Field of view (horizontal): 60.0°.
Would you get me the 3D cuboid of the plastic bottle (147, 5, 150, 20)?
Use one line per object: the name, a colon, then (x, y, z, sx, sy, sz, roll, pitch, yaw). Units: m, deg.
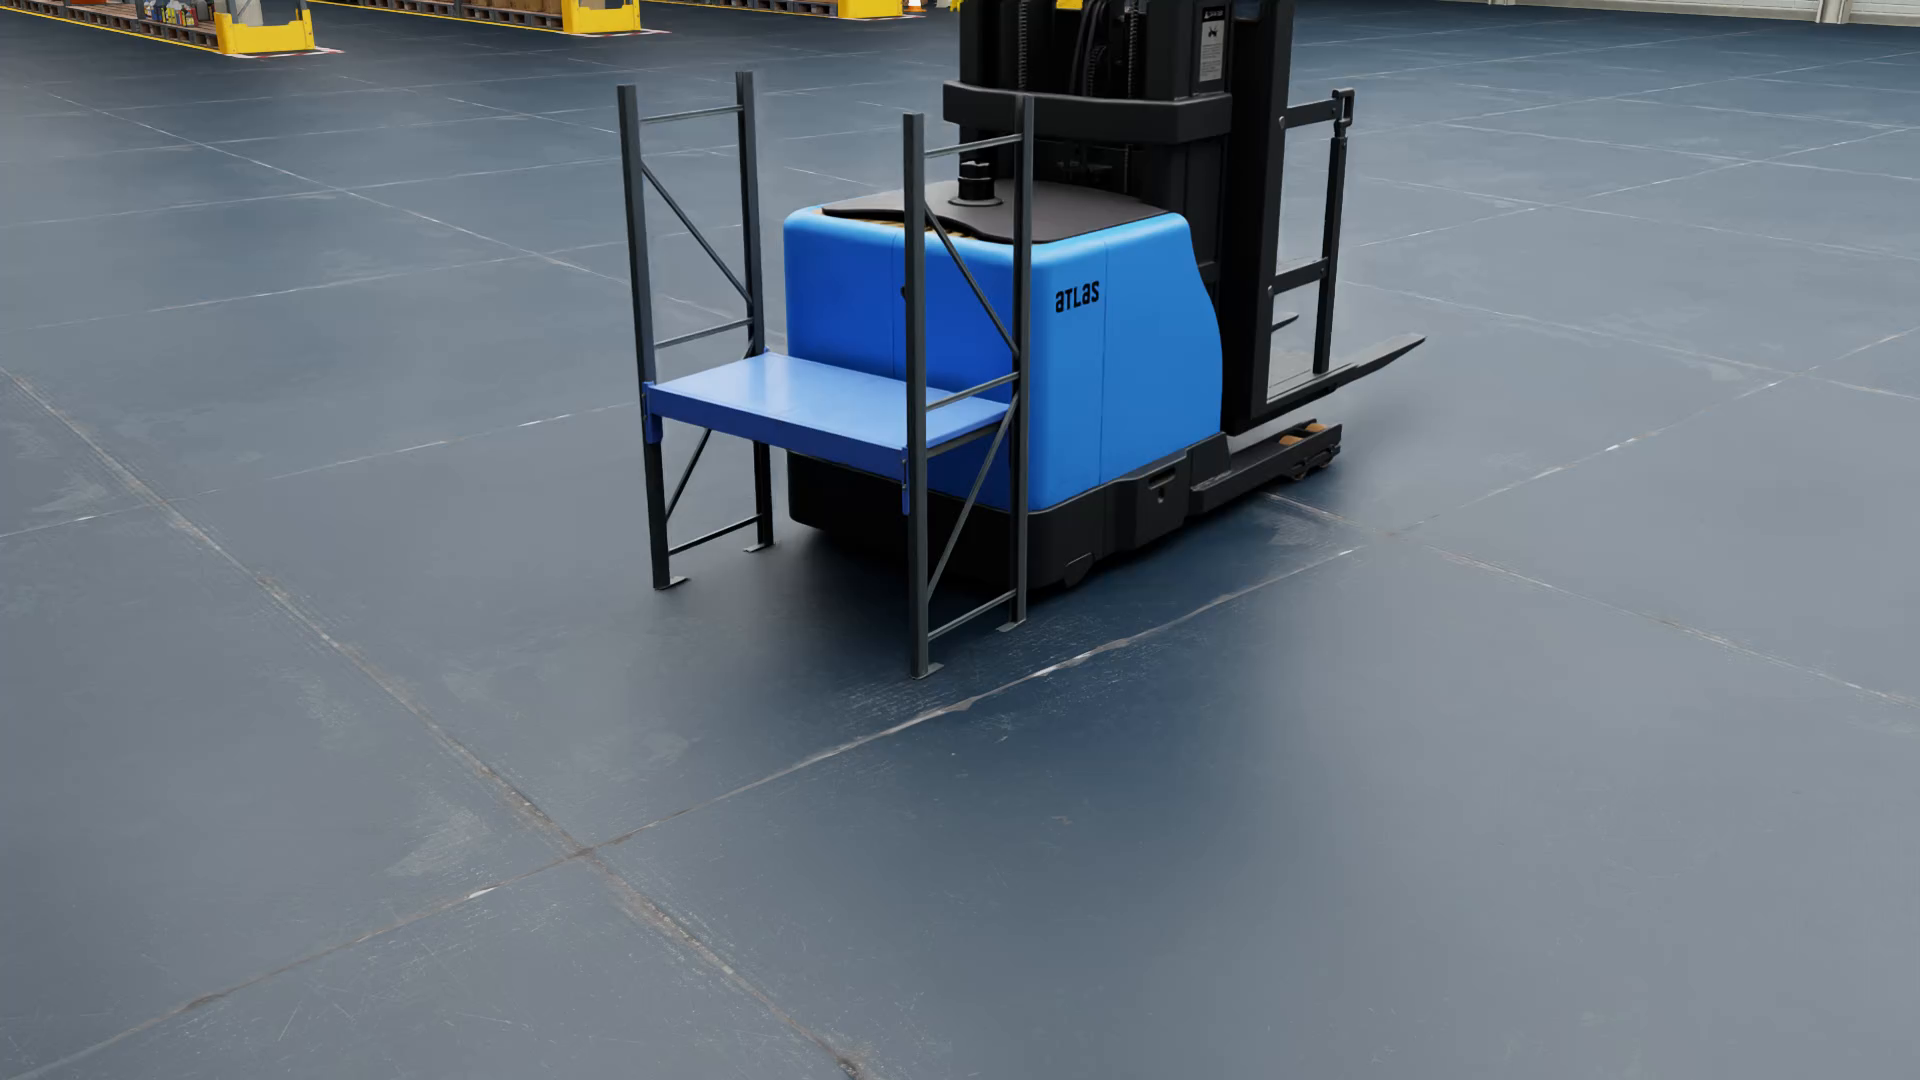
plastic bottle: (-11.765, -7.665, 24.175, 0.097, 0.201, 0.097, 0, 21, 0)

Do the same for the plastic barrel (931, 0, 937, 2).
plastic barrel: (-0.332, -10.427, 31.526, 0.512, 0.421, 0.421, 0, 21, -1)

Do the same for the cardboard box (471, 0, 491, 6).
cardboard box: (-7.725, -9.074, 27.391, 0.500, 0.500, 0.500, -18, 28, -39)

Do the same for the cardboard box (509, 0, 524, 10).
cardboard box: (-6.880, -8.765, 26.601, 0.500, 0.500, 0.500, 19, 29, 40)

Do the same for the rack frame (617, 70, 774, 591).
rack frame: (-0.775, -0.617, 5.002, 0.032, 1.500, 0.500, 16, 26, 35)

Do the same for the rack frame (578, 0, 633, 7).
rack frame: (-5.344, -9.058, 24.496, 1.000, 3.000, 0.127, -17, 27, -37)

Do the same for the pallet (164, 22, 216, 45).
pallet: (-10.500, -7.152, 23.456, 1.003, 0.211, 1.213, -17, 27, -37)

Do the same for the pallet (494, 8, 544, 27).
pallet: (-6.690, -8.350, 26.513, 1.003, 0.211, 1.213, -17, 27, -37)

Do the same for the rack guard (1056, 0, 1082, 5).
rack guard: (2.113, -10.274, 31.029, 1.175, 0.500, 0.348, -17, 27, -37)

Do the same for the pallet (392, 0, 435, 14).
pallet: (-9.265, -9.416, 29.236, 1.003, 0.211, 1.213, -17, 27, -37)

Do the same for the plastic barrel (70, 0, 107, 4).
plastic barrel: (-14.651, -9.405, 27.783, 0.600, 0.830, 0.708, -17, 27, -37)

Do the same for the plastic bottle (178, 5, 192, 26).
plastic bottle: (-10.771, -7.294, 23.126, 0.152, 0.276, 0.135, -17, 27, -37)

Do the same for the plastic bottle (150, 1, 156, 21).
plastic bottle: (-11.600, -7.645, 24.021, 0.152, 0.276, 0.135, -16, 27, -36)

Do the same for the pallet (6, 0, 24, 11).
pallet: (-16.458, -9.672, 29.890, 1.003, 0.211, 1.213, -17, 27, -37)

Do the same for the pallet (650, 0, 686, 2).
pallet: (-5.493, -10.550, 32.129, 1.003, 0.211, 1.213, -17, 27, -37)

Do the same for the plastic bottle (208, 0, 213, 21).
plastic bottle: (-10.794, -7.641, 24.000, 0.061, 0.283, 0.133, -17, 27, -37)

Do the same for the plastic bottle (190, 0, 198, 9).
plastic bottle: (-11.178, -7.811, 24.344, 0.144, 0.351, 0.185, -17, 27, -37)

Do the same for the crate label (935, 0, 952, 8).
crate label: (-0.274, -9.740, 30.163, 0.298, 0.136, 0.250, 7, 23, 18)

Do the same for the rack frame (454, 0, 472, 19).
rack frame: (-7.955, -10.163, 27.318, 1.000, 3.000, 0.127, -17, 27, -37)

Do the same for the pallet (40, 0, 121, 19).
pallet: (-14.865, -8.998, 28.168, 1.003, 0.211, 1.213, -17, 27, -37)

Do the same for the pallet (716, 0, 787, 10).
pallet: (-3.695, -9.788, 30.186, 1.003, 0.211, 1.213, -17, 27, -37)

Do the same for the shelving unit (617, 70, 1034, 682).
shelving unit: (-0.374, -0.503, 4.712, 1.048, 1.500, 0.538, 16, 26, 35)

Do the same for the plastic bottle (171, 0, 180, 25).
plastic bottle: (-10.973, -7.412, 23.325, 0.144, 0.351, 0.185, -16, 27, -35)

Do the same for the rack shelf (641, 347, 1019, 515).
rack shelf: (-0.373, -0.336, 4.777, 1.000, 0.185, 0.538, 16, 26, 35)

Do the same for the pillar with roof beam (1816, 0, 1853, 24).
pillar with roof beam: (10.721, -11.459, 22.403, 9.100, 9.000, 0.400, -17, 27, -37)

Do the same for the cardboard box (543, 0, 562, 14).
cardboard box: (-6.156, -8.423, 25.727, 0.500, 0.500, 0.500, -10, 23, -24)

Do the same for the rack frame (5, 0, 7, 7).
rack frame: (-16.930, -11.194, 29.951, 1.000, 3.000, 0.127, -17, 27, -37)

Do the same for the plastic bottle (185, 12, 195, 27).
plastic bottle: (-10.628, -7.183, 22.945, 0.097, 0.201, 0.097, 0, 21, 0)

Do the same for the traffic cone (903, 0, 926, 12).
traffic cone: (-0.792, -9.514, 29.140, 0.336, 0.463, 0.334, -17, 27, -37)

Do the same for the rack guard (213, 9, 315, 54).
rack guard: (-9.182, -6.724, 21.967, 1.175, 0.500, 0.348, -17, 27, -37)

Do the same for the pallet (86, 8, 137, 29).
pallet: (-13.050, -8.230, 26.207, 1.003, 0.211, 1.213, -17, 27, -37)

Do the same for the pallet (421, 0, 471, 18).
pallet: (-8.465, -9.079, 28.375, 1.003, 0.211, 1.213, -17, 27, -37)

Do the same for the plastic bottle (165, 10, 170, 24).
plastic bottle: (-11.205, -7.428, 23.569, 0.097, 0.201, 0.097, 0, 21, 0)

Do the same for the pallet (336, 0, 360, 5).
pallet: (-11.024, -10.205, 31.250, 1.003, 0.211, 1.213, -17, 27, -37)

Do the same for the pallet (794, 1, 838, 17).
pallet: (-2.102, -9.114, 28.465, 1.003, 0.211, 1.213, -17, 27, -37)

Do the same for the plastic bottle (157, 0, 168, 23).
plastic bottle: (-11.372, -7.581, 23.756, 0.144, 0.351, 0.185, -19, 28, -40)

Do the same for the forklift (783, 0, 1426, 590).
forklift: (0.764, -1.681, 5.757, 1.130, 2.935, 3.031, 17, 27, 37)

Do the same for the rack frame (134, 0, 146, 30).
rack frame: (-11.708, -8.984, 24.308, 1.000, 3.000, 0.127, -17, 27, -37)

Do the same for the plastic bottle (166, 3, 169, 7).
plastic bottle: (-11.248, -7.512, 23.689, 0.097, 0.271, 0.097, 0, 21, 0)

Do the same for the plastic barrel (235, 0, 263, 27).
plastic barrel: (-9.584, -7.079, 22.281, 0.421, 0.512, 0.421, 0, 21, 0)
